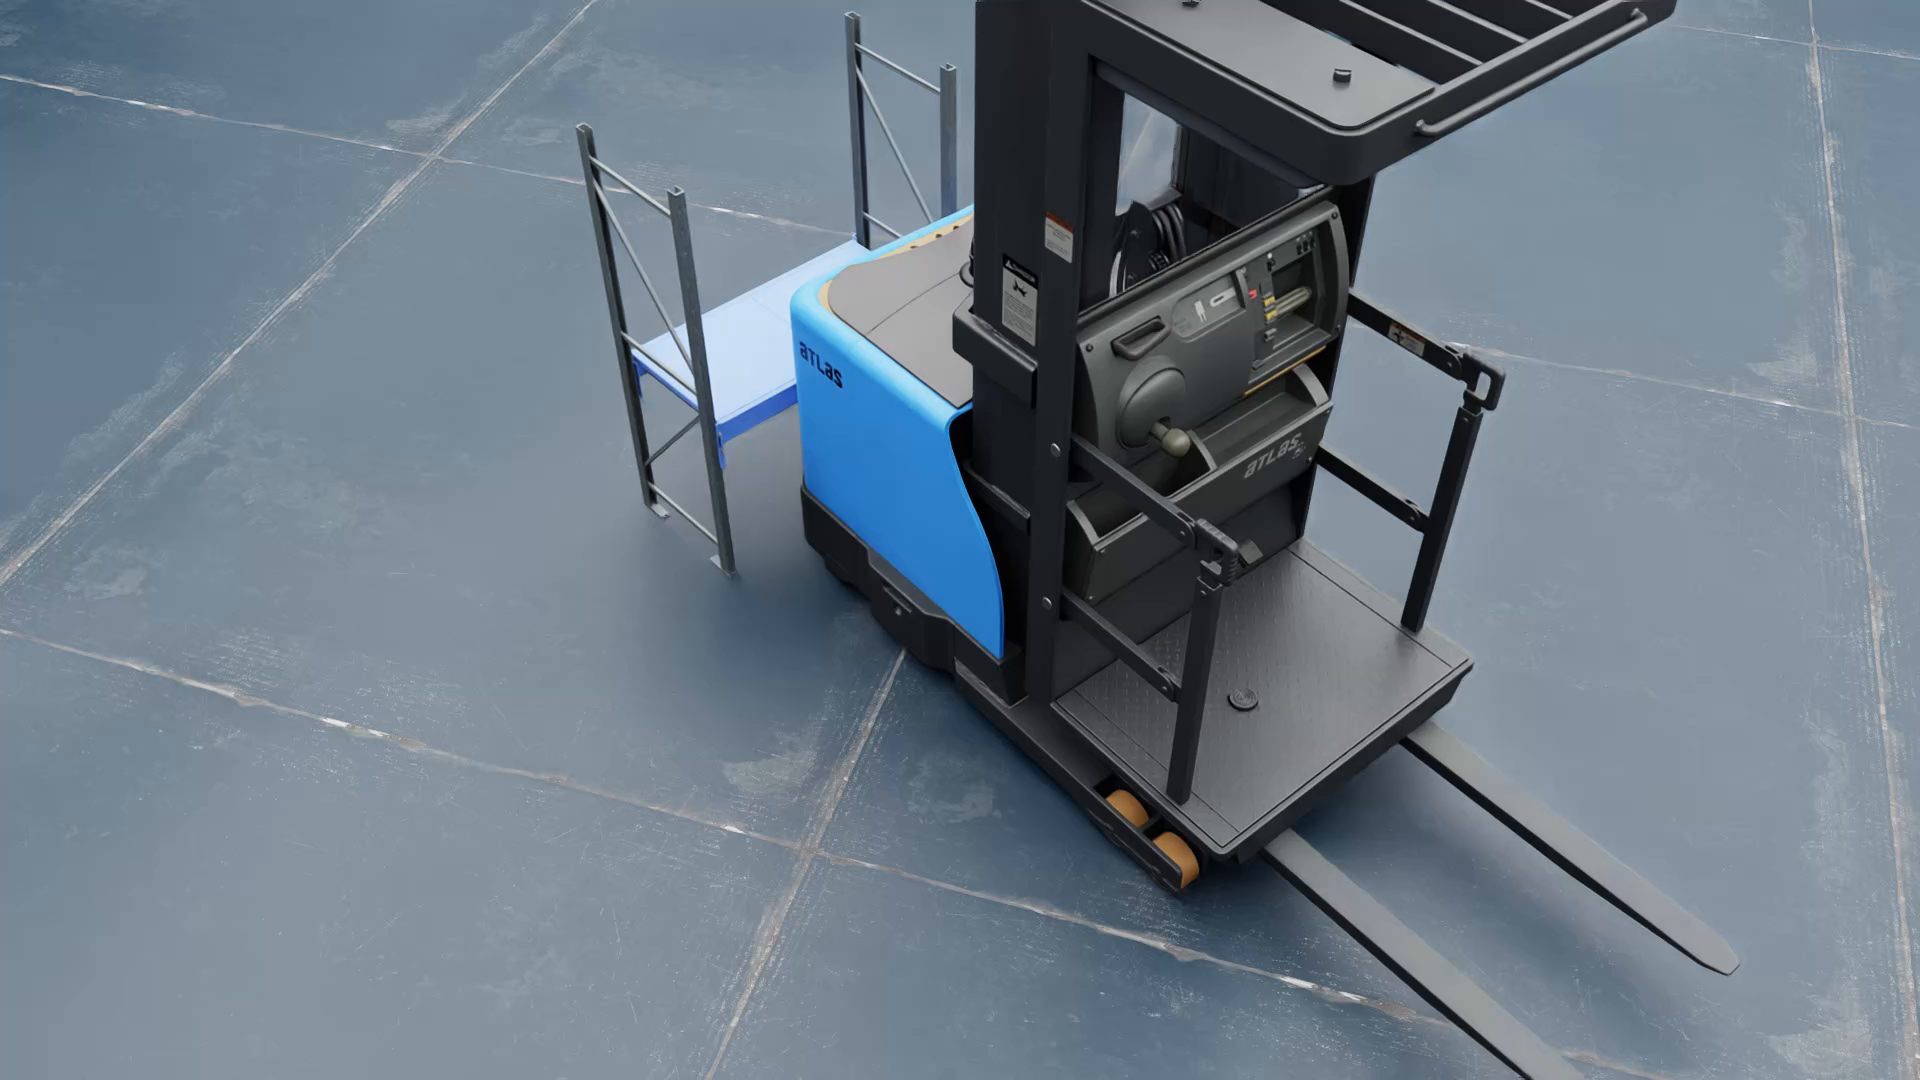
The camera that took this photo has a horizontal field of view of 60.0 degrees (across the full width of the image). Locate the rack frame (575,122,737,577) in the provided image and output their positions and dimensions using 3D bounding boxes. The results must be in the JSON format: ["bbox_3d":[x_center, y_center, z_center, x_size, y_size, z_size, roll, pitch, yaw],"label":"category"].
[{"bbox_3d":[-0.939,-0.546,5.236,0.032,1.500,0.500,-33,53,-29],"label":"rack frame"}]

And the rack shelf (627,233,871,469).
[{"bbox_3d":[-0.564,-0.658,5.607,1.000,0.185,0.538,-33,53,-29],"label":"rack shelf"}]

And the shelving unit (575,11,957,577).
[{"bbox_3d":[-0.564,-0.787,5.481,1.048,1.500,0.538,-33,53,-29],"label":"shelving unit"}]

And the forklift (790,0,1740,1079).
[{"bbox_3d":[0.800,-0.455,4.119,1.130,2.935,3.031,-30,52,-27],"label":"forklift"}]

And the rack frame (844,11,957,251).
[{"bbox_3d":[-0.190,-1.027,5.727,0.032,1.500,0.500,-33,53,-29],"label":"rack frame"}]
